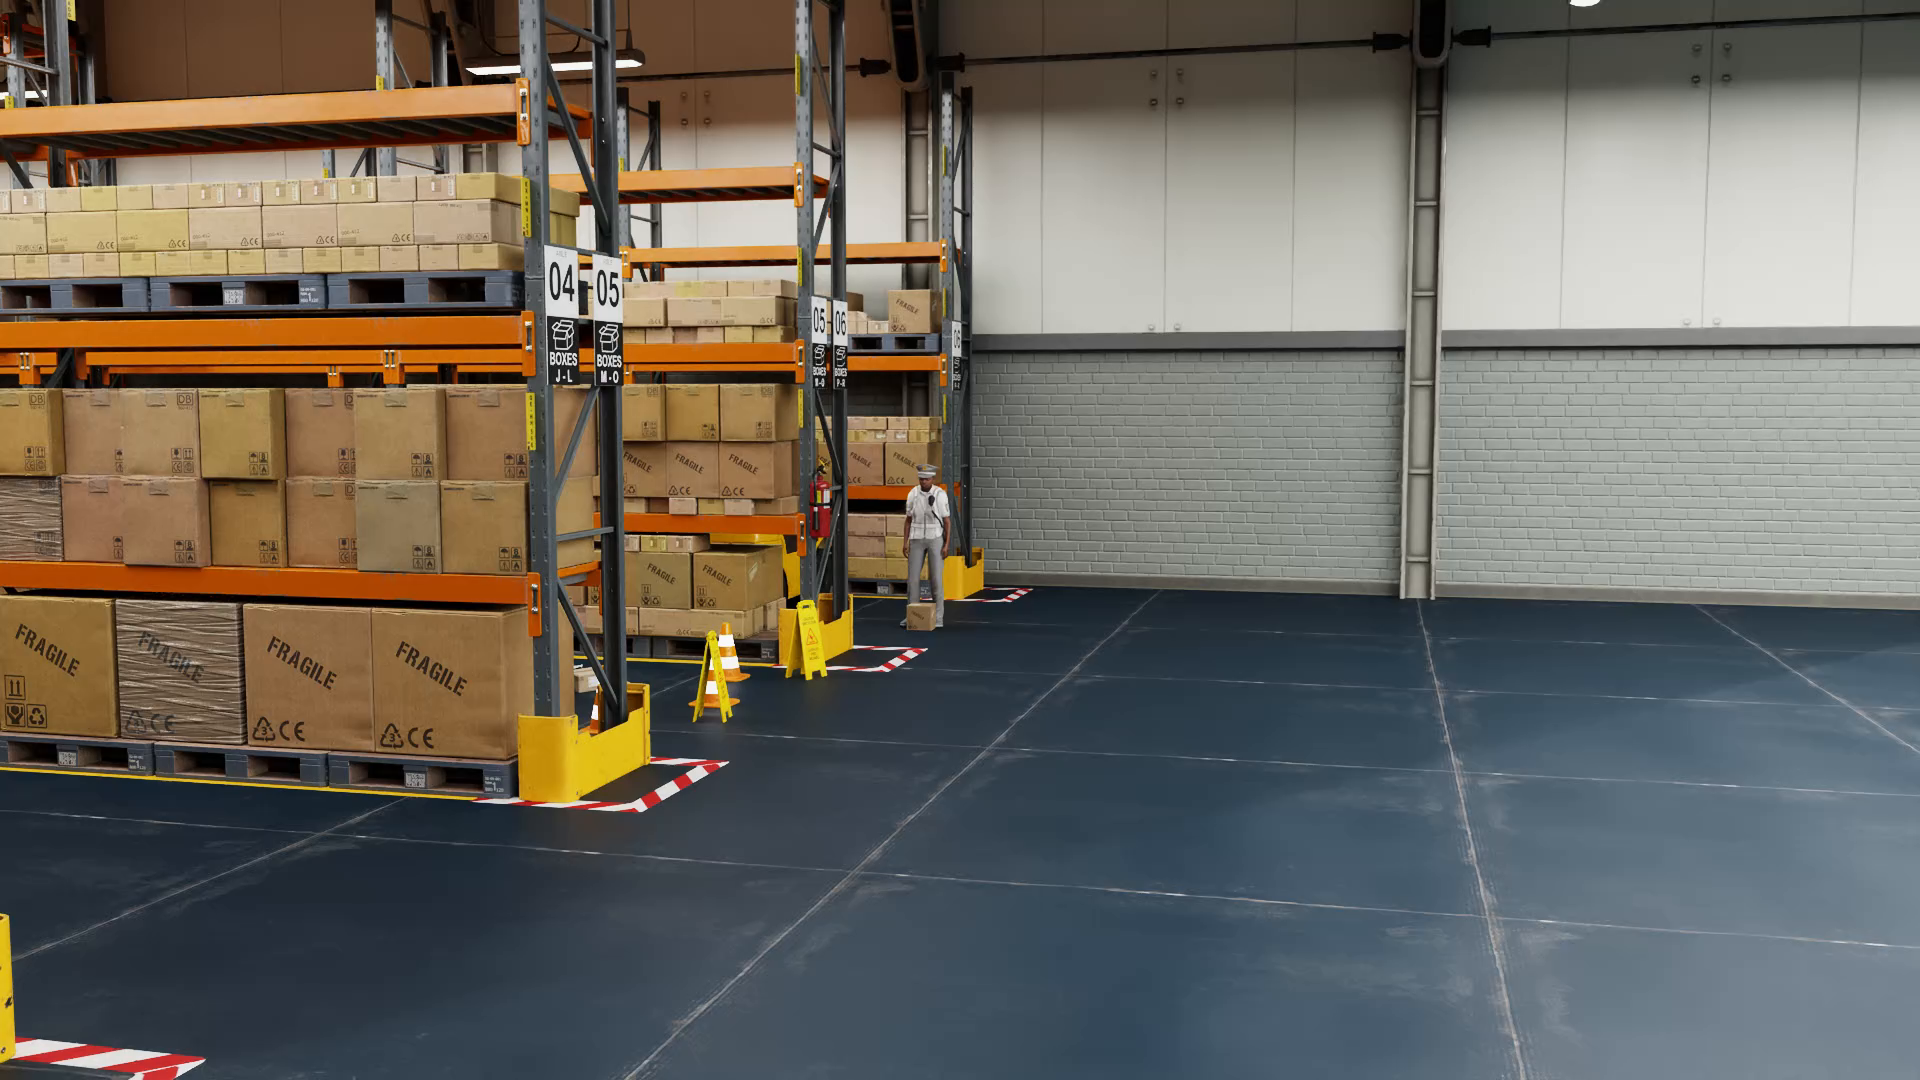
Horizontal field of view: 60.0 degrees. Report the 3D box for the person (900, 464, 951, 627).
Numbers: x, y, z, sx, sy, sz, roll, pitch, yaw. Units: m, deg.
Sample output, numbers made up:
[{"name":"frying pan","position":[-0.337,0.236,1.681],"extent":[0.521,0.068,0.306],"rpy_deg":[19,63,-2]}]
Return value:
[{"name":"person","position":[-0.346,0.053,16.950],"extent":[0.504,1.658,0.396],"rpy_deg":[1,5,14]}]
